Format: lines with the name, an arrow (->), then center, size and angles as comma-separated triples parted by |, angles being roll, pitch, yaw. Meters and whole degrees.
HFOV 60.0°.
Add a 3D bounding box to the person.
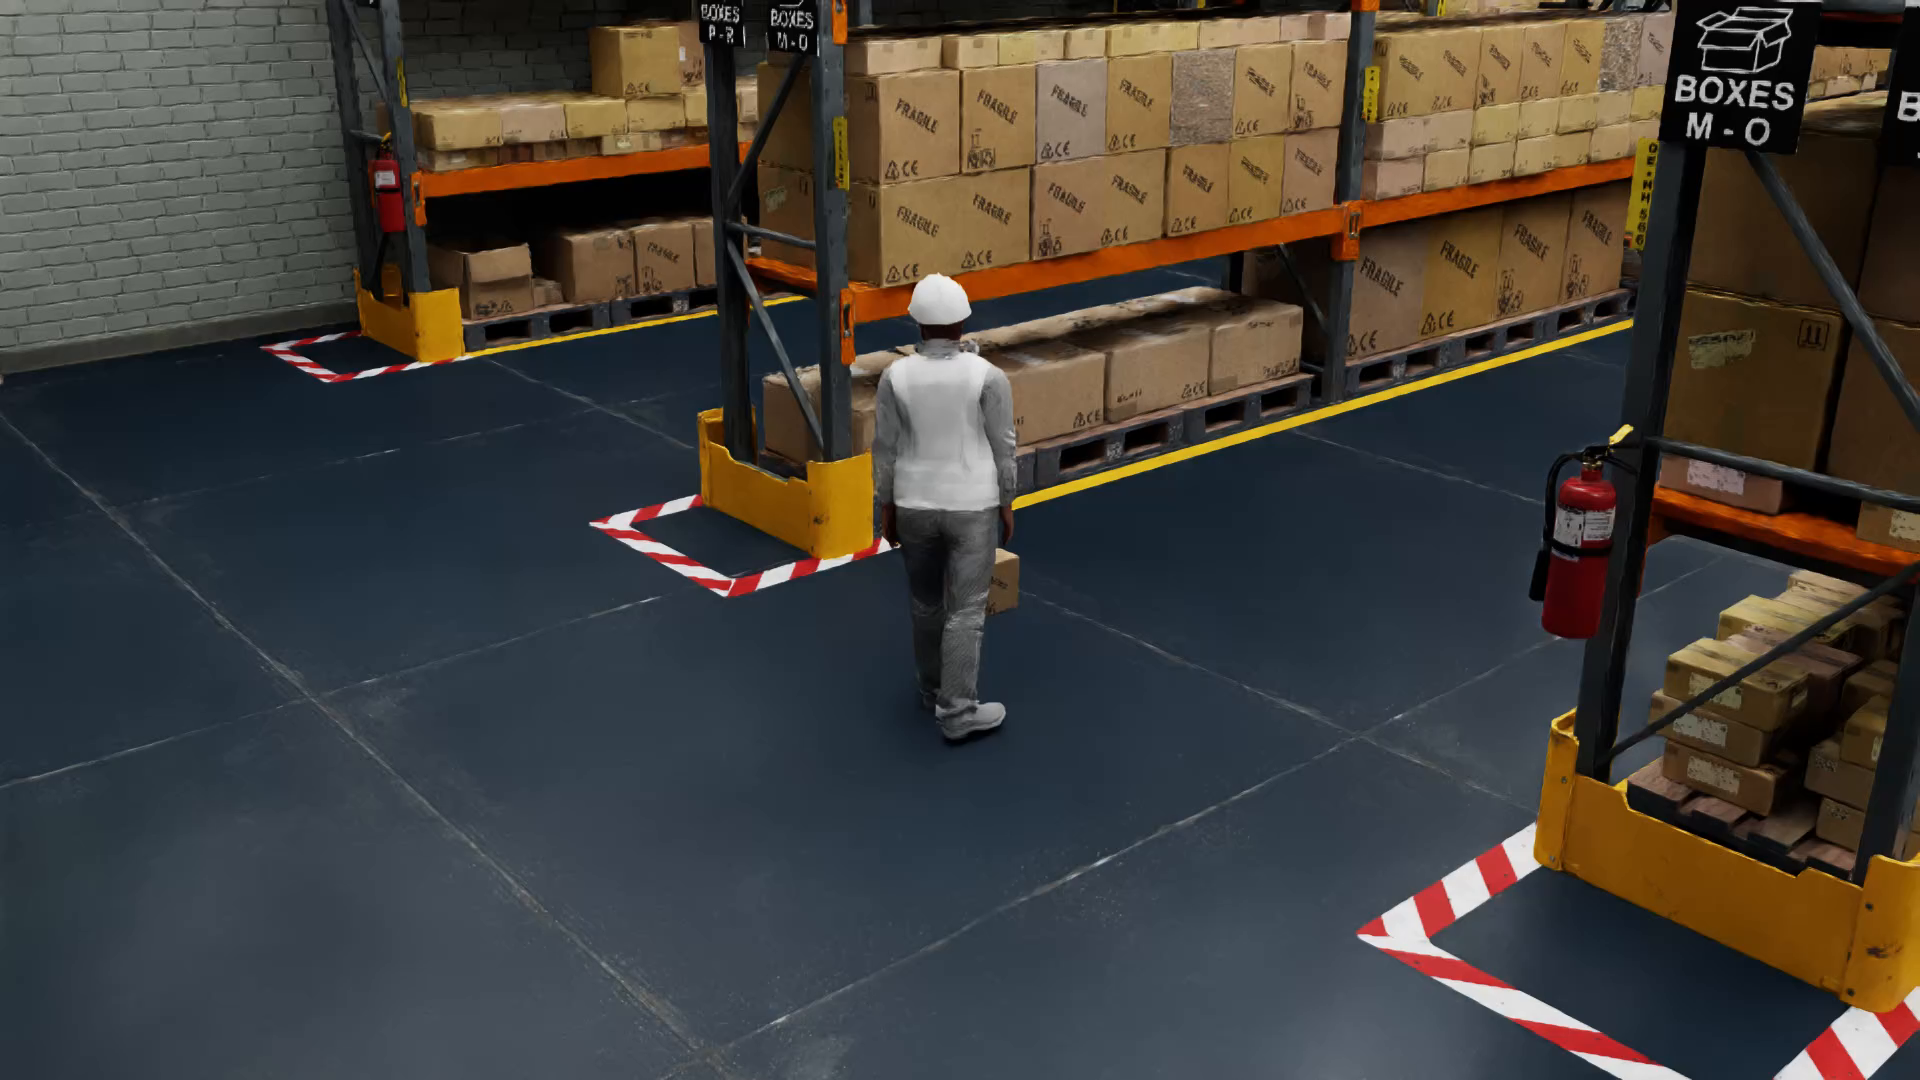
person -> -0.056, -0.134, 6.397 | 0.554, 1.769, 0.565 | 6, 22, 15
